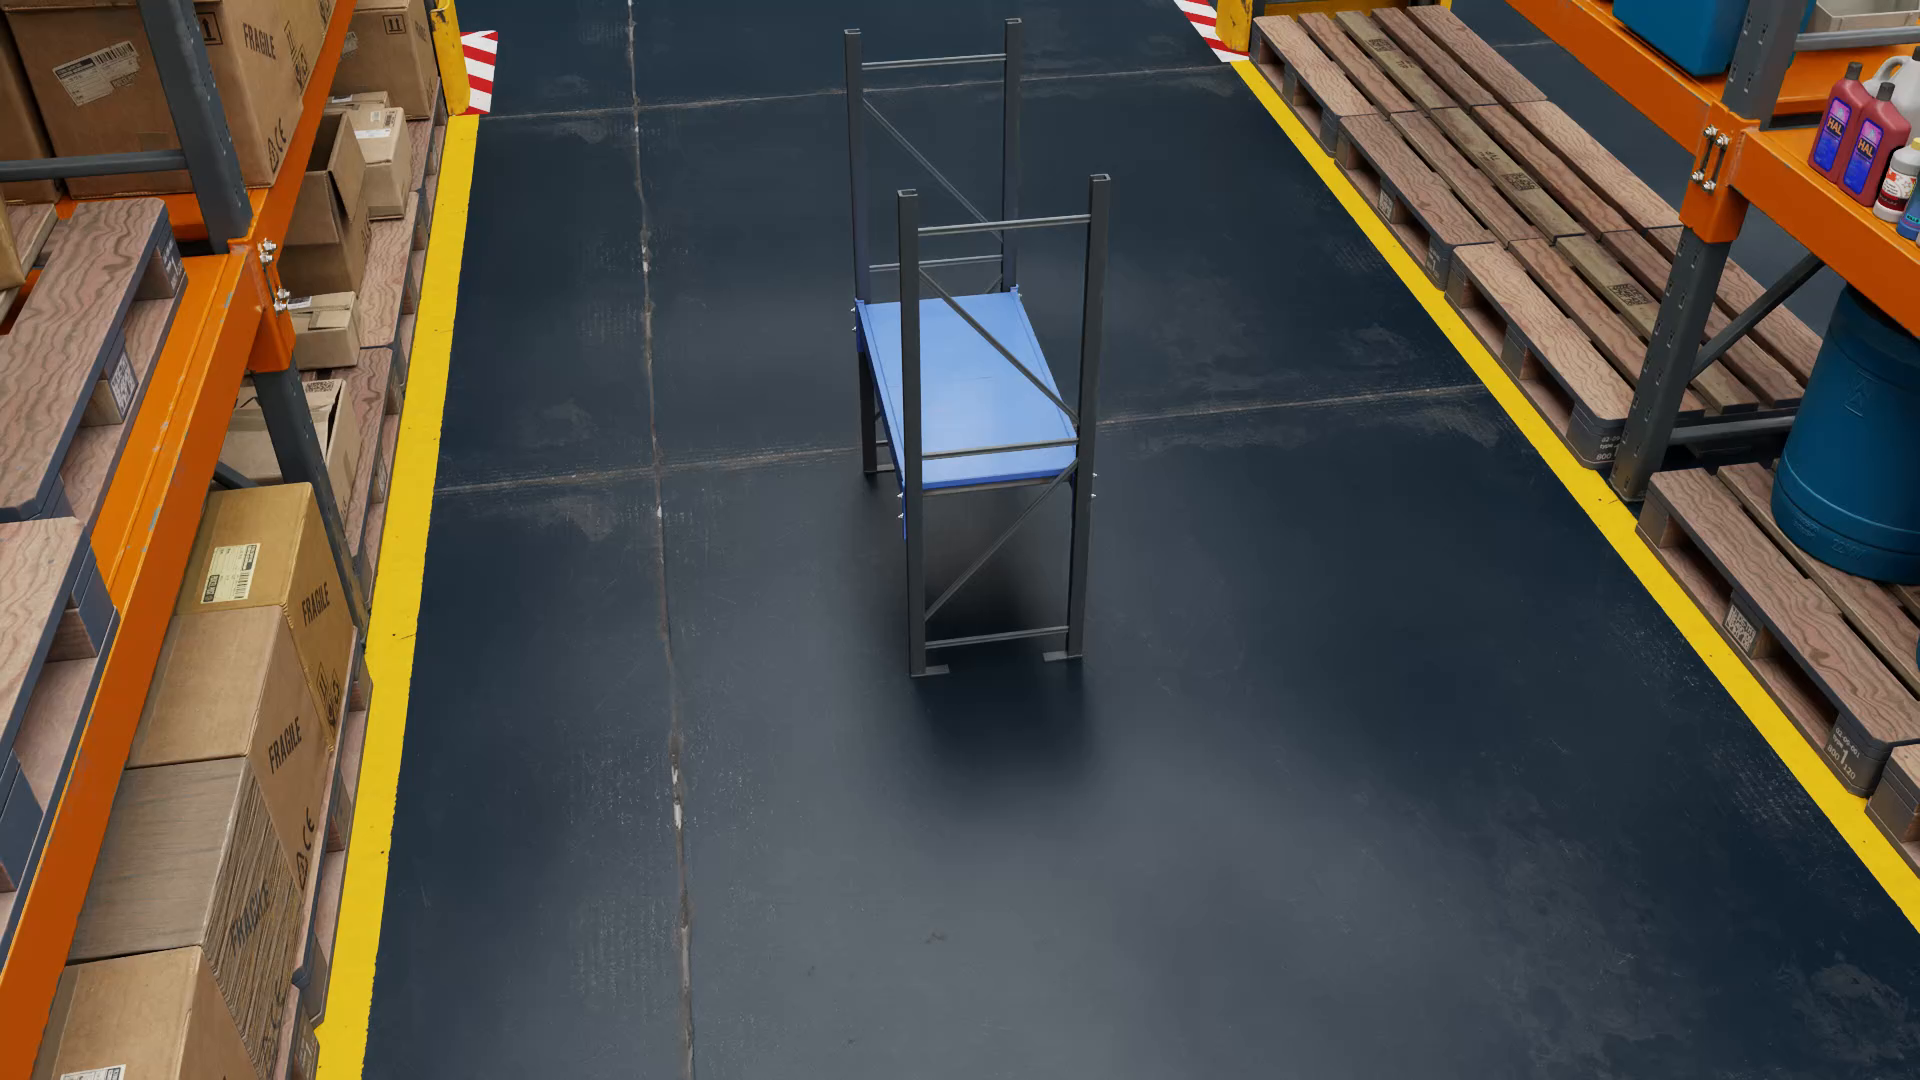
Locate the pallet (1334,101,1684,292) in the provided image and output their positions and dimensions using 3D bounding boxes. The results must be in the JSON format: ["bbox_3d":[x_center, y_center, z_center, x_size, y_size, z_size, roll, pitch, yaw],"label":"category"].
[{"bbox_3d":[2.256,-1.467,6.966,1.003,0.211,1.213,-6,38,-8],"label":"pallet"}]

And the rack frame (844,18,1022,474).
[{"bbox_3d":[-0.074,-0.848,5.119,0.500,1.500,0.032,-6,38,-8],"label":"rack frame"}]

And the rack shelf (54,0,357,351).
[{"bbox_3d":[-2.588,-1.783,5.686,1.077,0.370,4.000,-6,38,-8],"label":"rack shelf"}]

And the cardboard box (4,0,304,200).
[{"bbox_3d":[-2.058,-1.235,4.314,0.500,0.500,0.500,-5,38,-7],"label":"cardboard box"}]

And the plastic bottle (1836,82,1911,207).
[{"bbox_3d":[2.308,-0.995,4.181,0.061,0.283,0.133,-6,38,-8],"label":"plastic bottle"}]

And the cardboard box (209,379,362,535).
[{"bbox_3d":[-2.098,-0.248,4.957,0.500,0.311,0.500,-6,38,-8],"label":"cardboard box"}]

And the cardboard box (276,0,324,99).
[{"bbox_3d":[-2.151,-1.544,4.711,0.500,0.500,0.500,-6,38,-7],"label":"cardboard box"}]

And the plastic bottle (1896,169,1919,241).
[{"bbox_3d":[2.363,-0.864,4.022,0.097,0.271,0.097,0,38,0],"label":"plastic bottle"}]

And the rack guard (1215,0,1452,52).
[{"bbox_3d":[1.922,-2.831,8.487,1.175,0.500,0.348,-6,38,-8],"label":"rack guard"}]

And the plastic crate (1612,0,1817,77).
[{"bbox_3d":[2.223,-1.652,4.896,0.392,0.384,0.575,-6,38,-8],"label":"plastic crate"}]

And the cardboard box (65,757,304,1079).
[{"bbox_3d":[-1.703,0.824,3.423,0.500,0.500,0.500,-6,38,-7],"label":"cardboard box"}]

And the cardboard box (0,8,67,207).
[{"bbox_3d":[-2.577,-1.173,4.233,0.500,0.500,0.500,-6,38,-7],"label":"cardboard box"}]

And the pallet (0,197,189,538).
[{"bbox_3d":[-2.204,-0.289,3.333,1.003,0.211,1.213,-6,38,-8],"label":"pallet"}]

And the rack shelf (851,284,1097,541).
[{"bbox_3d":[0.015,-0.399,4.834,0.538,0.185,1.000,-6,38,-8],"label":"rack shelf"}]

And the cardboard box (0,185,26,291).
[{"bbox_3d":[-2.374,-0.754,3.352,0.700,0.500,0.500,-19,42,-23],"label":"cardboard box"}]

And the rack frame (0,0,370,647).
[{"bbox_3d":[-2.237,-0.859,3.911,1.000,3.000,0.127,-6,38,-8],"label":"rack frame"}]

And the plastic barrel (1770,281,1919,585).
[{"bbox_3d":[2.719,-0.396,4.683,0.600,0.901,0.708,-6,38,-8],"label":"plastic barrel"}]

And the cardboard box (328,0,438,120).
[{"bbox_3d":[-2.601,-2.160,7.264,0.500,0.500,0.500,-6,38,-8],"label":"cardboard box"}]

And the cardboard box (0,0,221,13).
[{"bbox_3d":[-2.043,-1.608,3.978,0.500,0.500,0.500,-5,38,-7],"label":"cardboard box"}]

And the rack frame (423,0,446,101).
[{"bbox_3d":[-2.938,-3.275,7.020,1.000,3.000,0.127,-6,38,-8],"label":"rack frame"}]

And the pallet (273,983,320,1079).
[{"bbox_3d":[-1.840,1.468,3.188,1.003,0.211,1.213,-6,38,-8],"label":"pallet"}]

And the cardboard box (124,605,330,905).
[{"bbox_3d":[-1.790,0.521,3.813,0.500,0.500,0.500,-6,38,-8],"label":"cardboard box"}]

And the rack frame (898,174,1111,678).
[{"bbox_3d":[0.104,-0.234,4.328,0.500,1.500,0.032,-6,38,-8],"label":"rack frame"}]

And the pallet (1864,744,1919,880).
[{"bbox_3d":[2.952,0.921,3.893,1.003,0.211,1.213,-6,38,-8],"label":"pallet"}]

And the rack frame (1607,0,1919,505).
[{"bbox_3d":[2.640,-1.389,4.593,1.000,3.000,0.127,-6,38,-8],"label":"rack frame"}]

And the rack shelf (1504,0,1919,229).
[{"bbox_3d":[2.290,-2.313,6.369,1.077,0.370,4.000,-6,38,-8],"label":"rack shelf"}]

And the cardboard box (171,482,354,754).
[{"bbox_3d":[-1.868,0.222,4.198,0.500,0.500,0.500,-6,38,-8],"label":"cardboard box"}]

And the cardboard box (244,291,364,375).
[{"bbox_3d":[-2.259,-0.712,5.672,0.380,0.166,0.250,-6,38,-8],"label":"cardboard box"}]

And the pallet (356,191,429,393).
[{"bbox_3d":[-2.574,-0.911,6.251,1.003,0.211,1.213,-6,38,-8],"label":"pallet"}]

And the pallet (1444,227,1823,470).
[{"bbox_3d":[2.473,-0.728,6.015,1.003,0.211,1.213,-6,38,-8],"label":"pallet"}]

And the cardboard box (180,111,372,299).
[{"bbox_3d":[-2.572,-1.181,6.001,0.797,0.503,0.637,-6,38,-8],"label":"cardboard box"}]

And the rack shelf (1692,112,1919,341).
[{"bbox_3d":[2.991,0.103,3.259,1.077,0.370,4.000,-6,38,-8],"label":"rack shelf"}]

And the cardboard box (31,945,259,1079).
[{"bbox_3d":[-1.611,1.131,3.028,0.500,0.500,0.500,-7,38,-9],"label":"cardboard box"}]

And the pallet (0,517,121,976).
[{"bbox_3d":[-1.881,0.459,2.371,1.003,0.211,1.213,-6,38,-8],"label":"pallet"}]

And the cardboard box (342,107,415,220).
[{"bbox_3d":[-2.464,-1.484,6.598,0.500,0.250,0.500,-6,38,-8],"label":"cardboard box"}]

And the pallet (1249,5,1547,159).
[{"bbox_3d":[2.045,-2.202,7.912,1.003,0.211,1.213,-6,38,-8],"label":"pallet"}]

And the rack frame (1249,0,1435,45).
[{"bbox_3d":[1.939,-3.805,7.703,1.000,3.000,0.127,-6,38,-8],"label":"rack frame"}]

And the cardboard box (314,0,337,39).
[{"bbox_3d":[-2.237,-1.847,5.101,0.500,0.500,0.500,-6,38,-8],"label":"cardboard box"}]

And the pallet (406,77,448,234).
[{"bbox_3d":[-2.784,-1.646,7.197,1.003,0.211,1.213,-6,38,-8],"label":"pallet"}]

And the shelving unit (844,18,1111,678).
[{"bbox_3d":[0.015,-0.541,4.724,0.538,1.500,1.048,-6,38,-8],"label":"shelving unit"}]

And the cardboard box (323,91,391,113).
[{"bbox_3d":[-2.618,-1.773,7.039,0.380,0.166,0.250,-6,38,-8],"label":"cardboard box"}]

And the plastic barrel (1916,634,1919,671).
[{"bbox_3d":[2.843,0.032,4.132,0.600,0.901,0.708,-6,38,-8],"label":"plastic barrel"}]

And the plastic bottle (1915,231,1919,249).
[{"bbox_3d":[2.410,-0.799,3.934,0.152,0.276,0.135,-6,38,-8],"label":"plastic bottle"}]

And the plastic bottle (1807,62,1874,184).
[{"bbox_3d":[2.284,-1.076,4.285,0.061,0.283,0.133,-6,38,-8],"label":"plastic bottle"}]

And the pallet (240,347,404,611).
[{"bbox_3d":[-2.357,-0.172,5.300,1.003,0.211,1.213,-6,38,-8],"label":"pallet"}]

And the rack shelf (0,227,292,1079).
[{"bbox_3d":[-1.886,0.633,2.576,1.077,0.370,4.000,-6,38,-8],"label":"rack shelf"}]

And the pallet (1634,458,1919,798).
[{"bbox_3d":[2.734,0.182,4.843,1.003,0.211,1.213,-6,38,-8],"label":"pallet"}]

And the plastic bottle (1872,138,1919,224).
[{"bbox_3d":[2.346,-0.895,4.119,0.097,0.201,0.097,0,38,0],"label":"plastic bottle"}]

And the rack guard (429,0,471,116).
[{"bbox_3d":[-2.925,-2.242,7.728,1.175,0.500,0.348,-6,38,-8],"label":"rack guard"}]

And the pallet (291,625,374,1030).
[{"bbox_3d":[-2.057,0.730,4.139,1.003,0.211,1.213,-6,38,-8],"label":"pallet"}]

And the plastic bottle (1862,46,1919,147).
[{"bbox_3d":[2.390,-1.098,4.259,0.144,0.351,0.185,-6,38,-8],"label":"plastic bottle"}]

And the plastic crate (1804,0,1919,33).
[{"bbox_3d":[2.699,-1.605,5.037,0.396,0.136,0.243,-6,38,-8],"label":"plastic crate"}]
